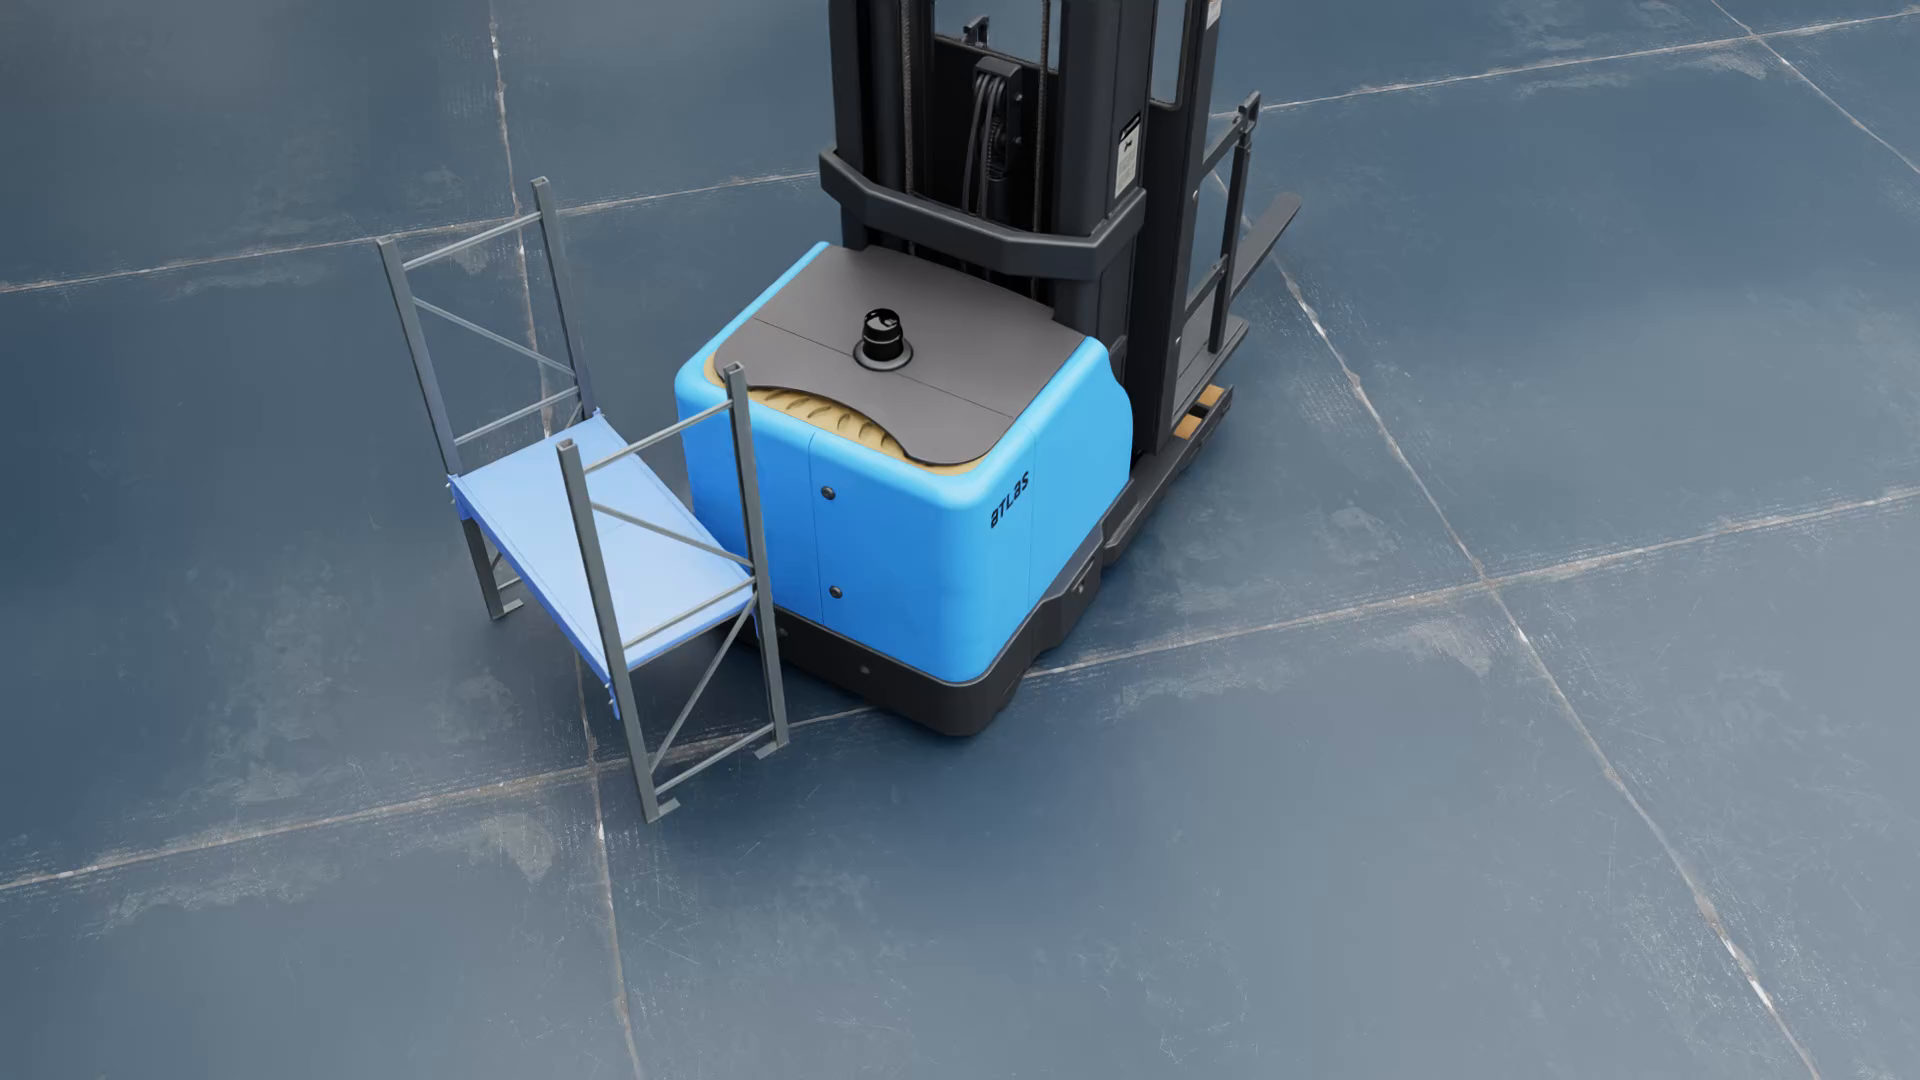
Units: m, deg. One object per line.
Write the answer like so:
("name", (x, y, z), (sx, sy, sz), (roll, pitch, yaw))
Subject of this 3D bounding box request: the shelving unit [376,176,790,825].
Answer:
("shelving unit", (-1.043, -0.087, 4.785), (0.538, 1.500, 1.048), (-29, 52, -25))

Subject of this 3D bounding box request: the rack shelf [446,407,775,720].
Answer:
("rack shelf", (-1.043, 0.039, 4.913), (0.538, 0.185, 1.000), (-29, 52, -25))

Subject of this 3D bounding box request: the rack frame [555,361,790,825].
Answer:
("rack frame", (-0.735, 0.202, 4.502), (0.500, 1.500, 0.032), (-29, 52, -25))

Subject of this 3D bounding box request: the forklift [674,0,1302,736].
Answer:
("forklift", (0.348, -1.471, 5.139), (1.130, 2.935, 3.031), (23, 50, 21))

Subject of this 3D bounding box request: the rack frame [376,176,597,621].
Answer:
("rack frame", (-1.351, -0.376, 5.068), (0.500, 1.500, 0.032), (-29, 52, -25))
